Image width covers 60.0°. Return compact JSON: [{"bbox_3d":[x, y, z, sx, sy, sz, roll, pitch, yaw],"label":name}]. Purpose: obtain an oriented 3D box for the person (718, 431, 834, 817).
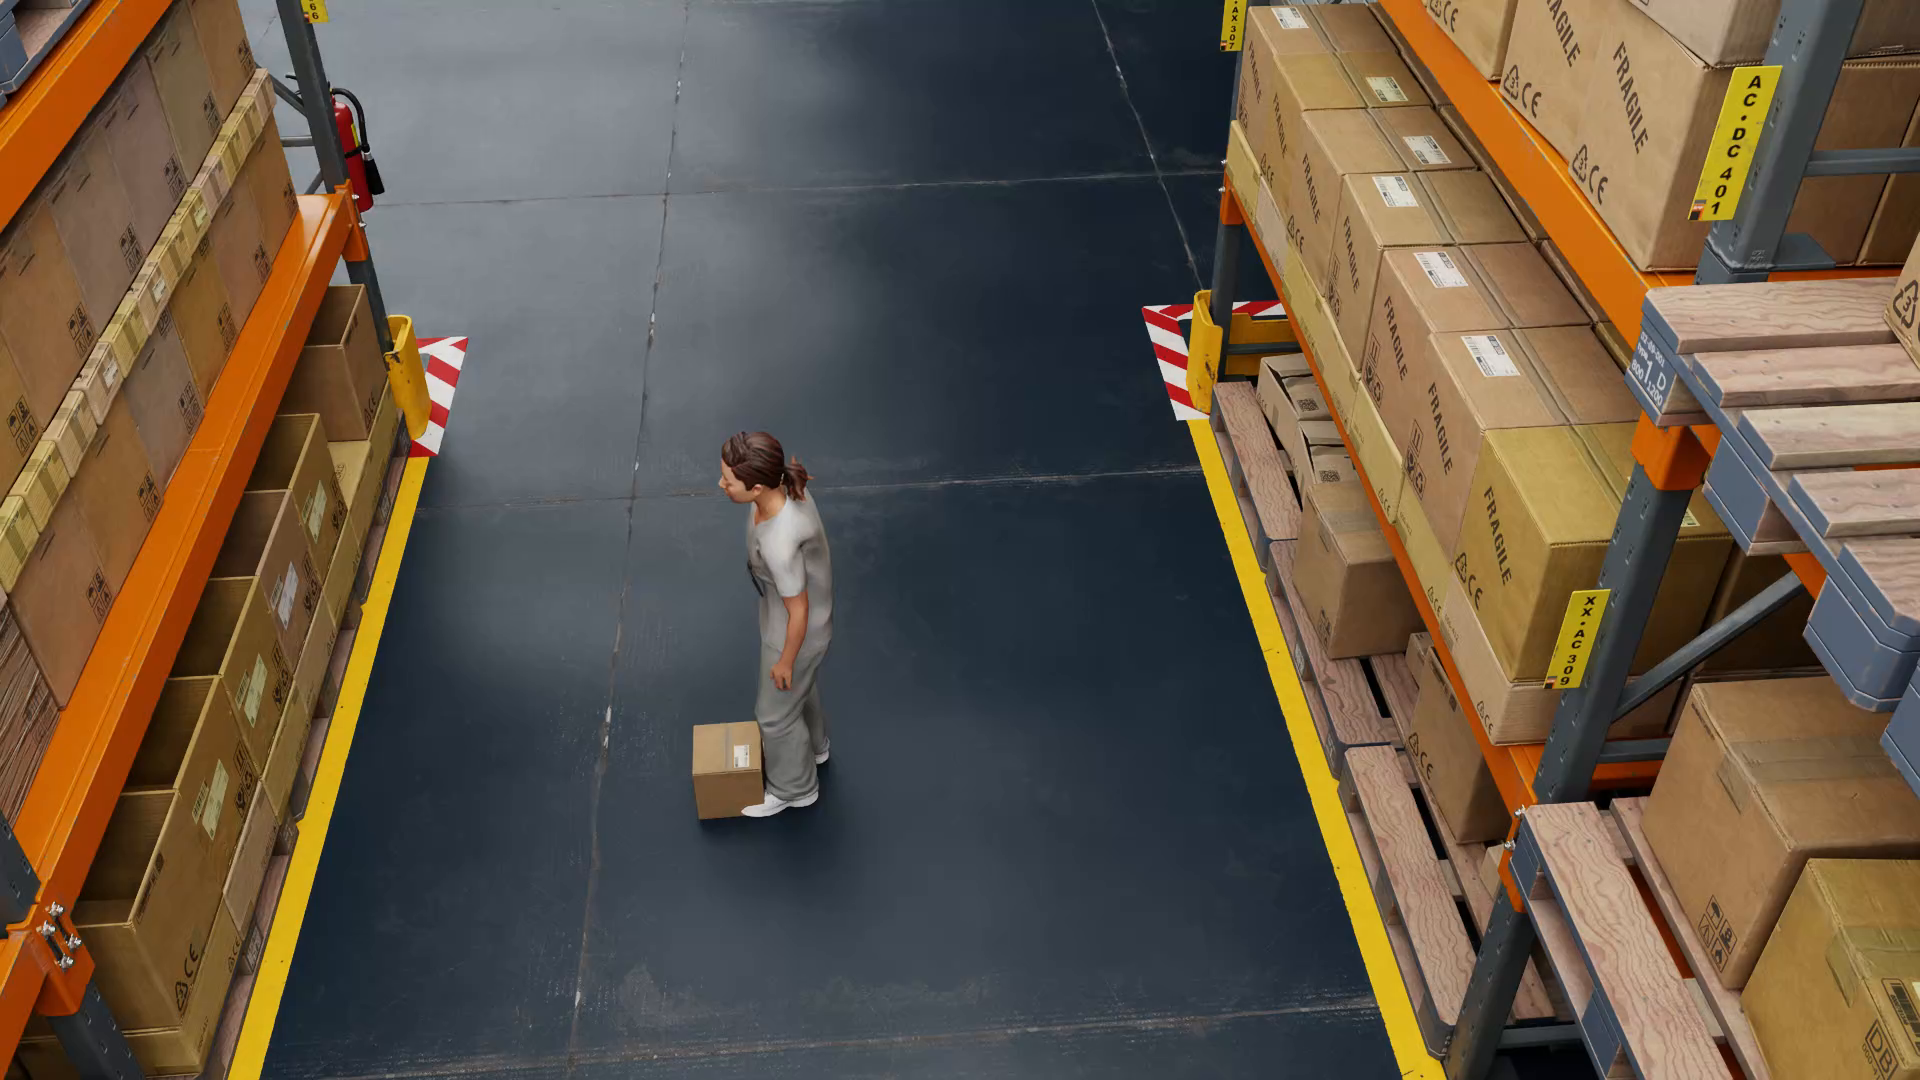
[{"bbox_3d":[-0.642,0.296,5.795,0.416,1.671,0.514,-5,40,-7],"label":"person"}]
